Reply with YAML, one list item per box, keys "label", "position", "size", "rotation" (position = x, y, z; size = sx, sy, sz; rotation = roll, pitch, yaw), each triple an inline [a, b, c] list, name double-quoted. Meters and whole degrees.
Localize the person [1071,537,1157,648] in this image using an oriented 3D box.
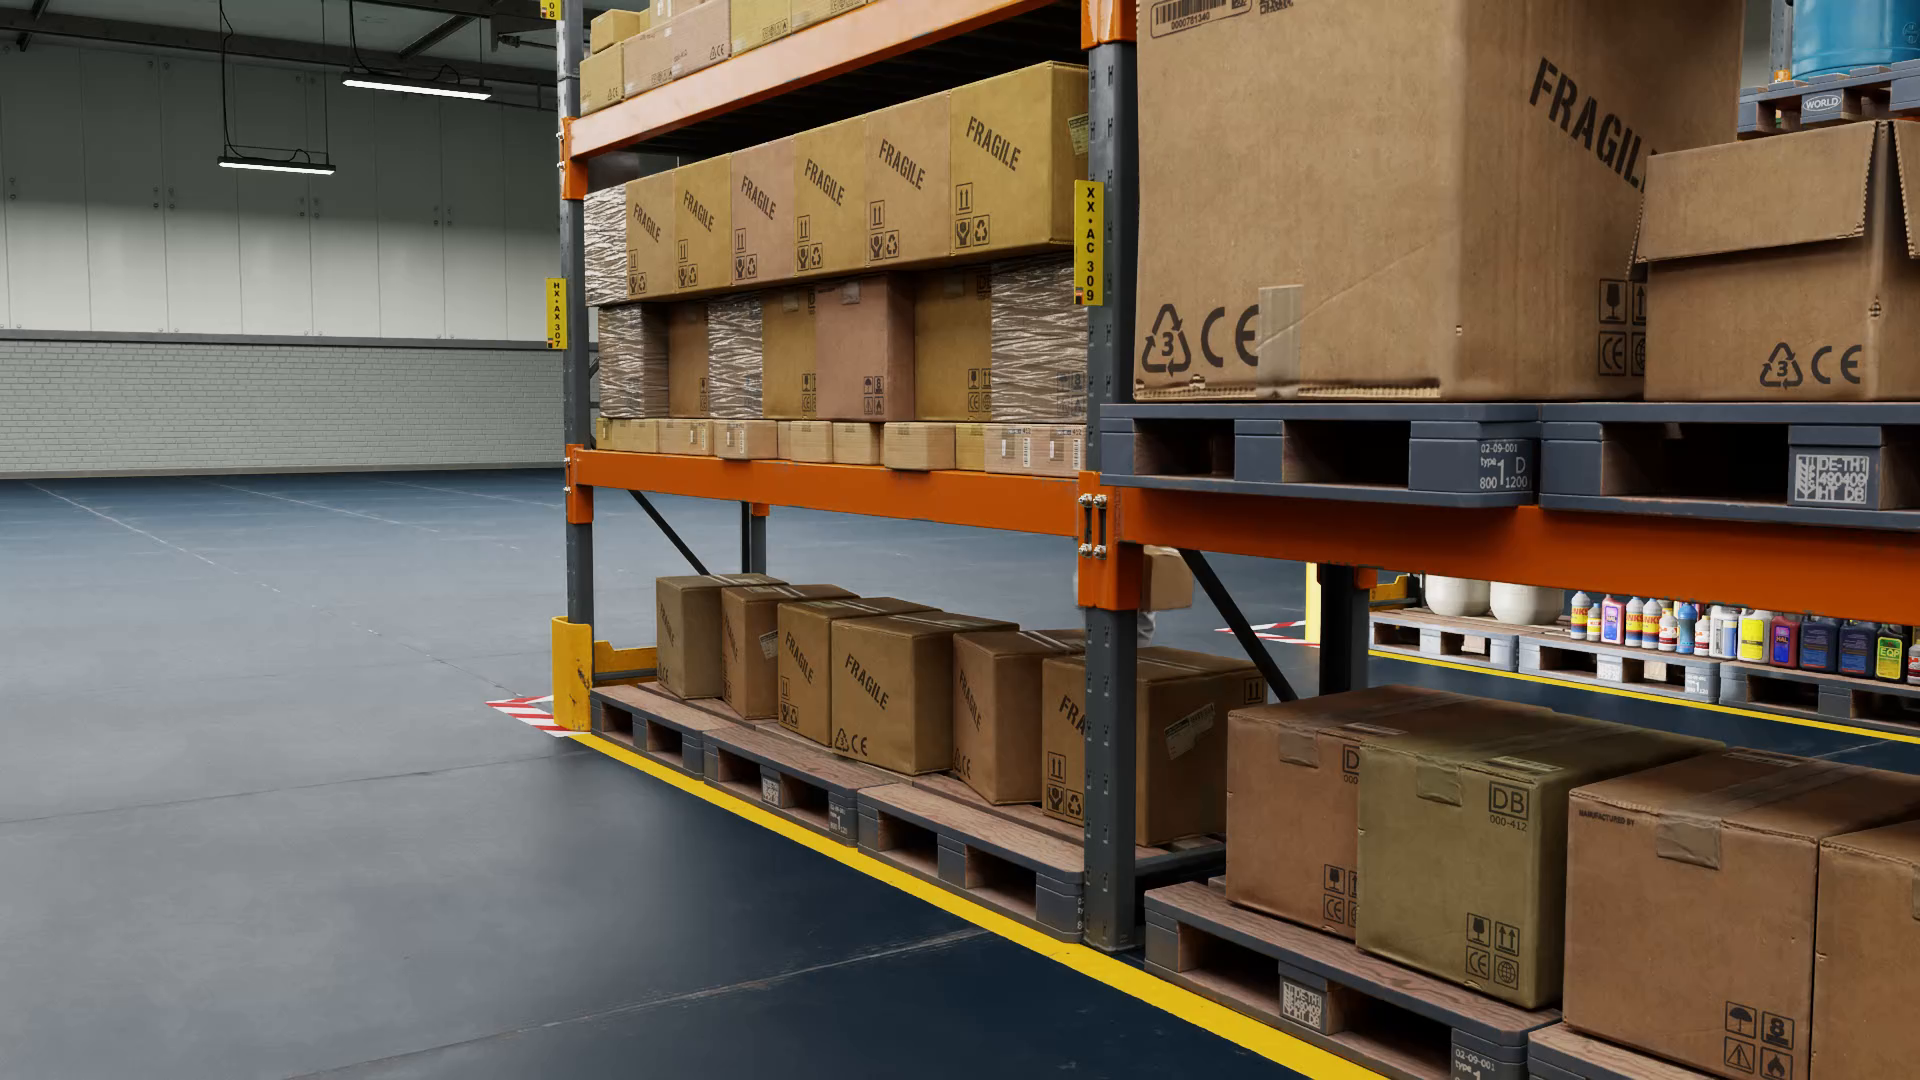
- label: "person"
  position: [0.731, 0.000, 7.602]
  size: [0.539, 1.790, 0.437]
  rotation: [-3, 6, -35]
